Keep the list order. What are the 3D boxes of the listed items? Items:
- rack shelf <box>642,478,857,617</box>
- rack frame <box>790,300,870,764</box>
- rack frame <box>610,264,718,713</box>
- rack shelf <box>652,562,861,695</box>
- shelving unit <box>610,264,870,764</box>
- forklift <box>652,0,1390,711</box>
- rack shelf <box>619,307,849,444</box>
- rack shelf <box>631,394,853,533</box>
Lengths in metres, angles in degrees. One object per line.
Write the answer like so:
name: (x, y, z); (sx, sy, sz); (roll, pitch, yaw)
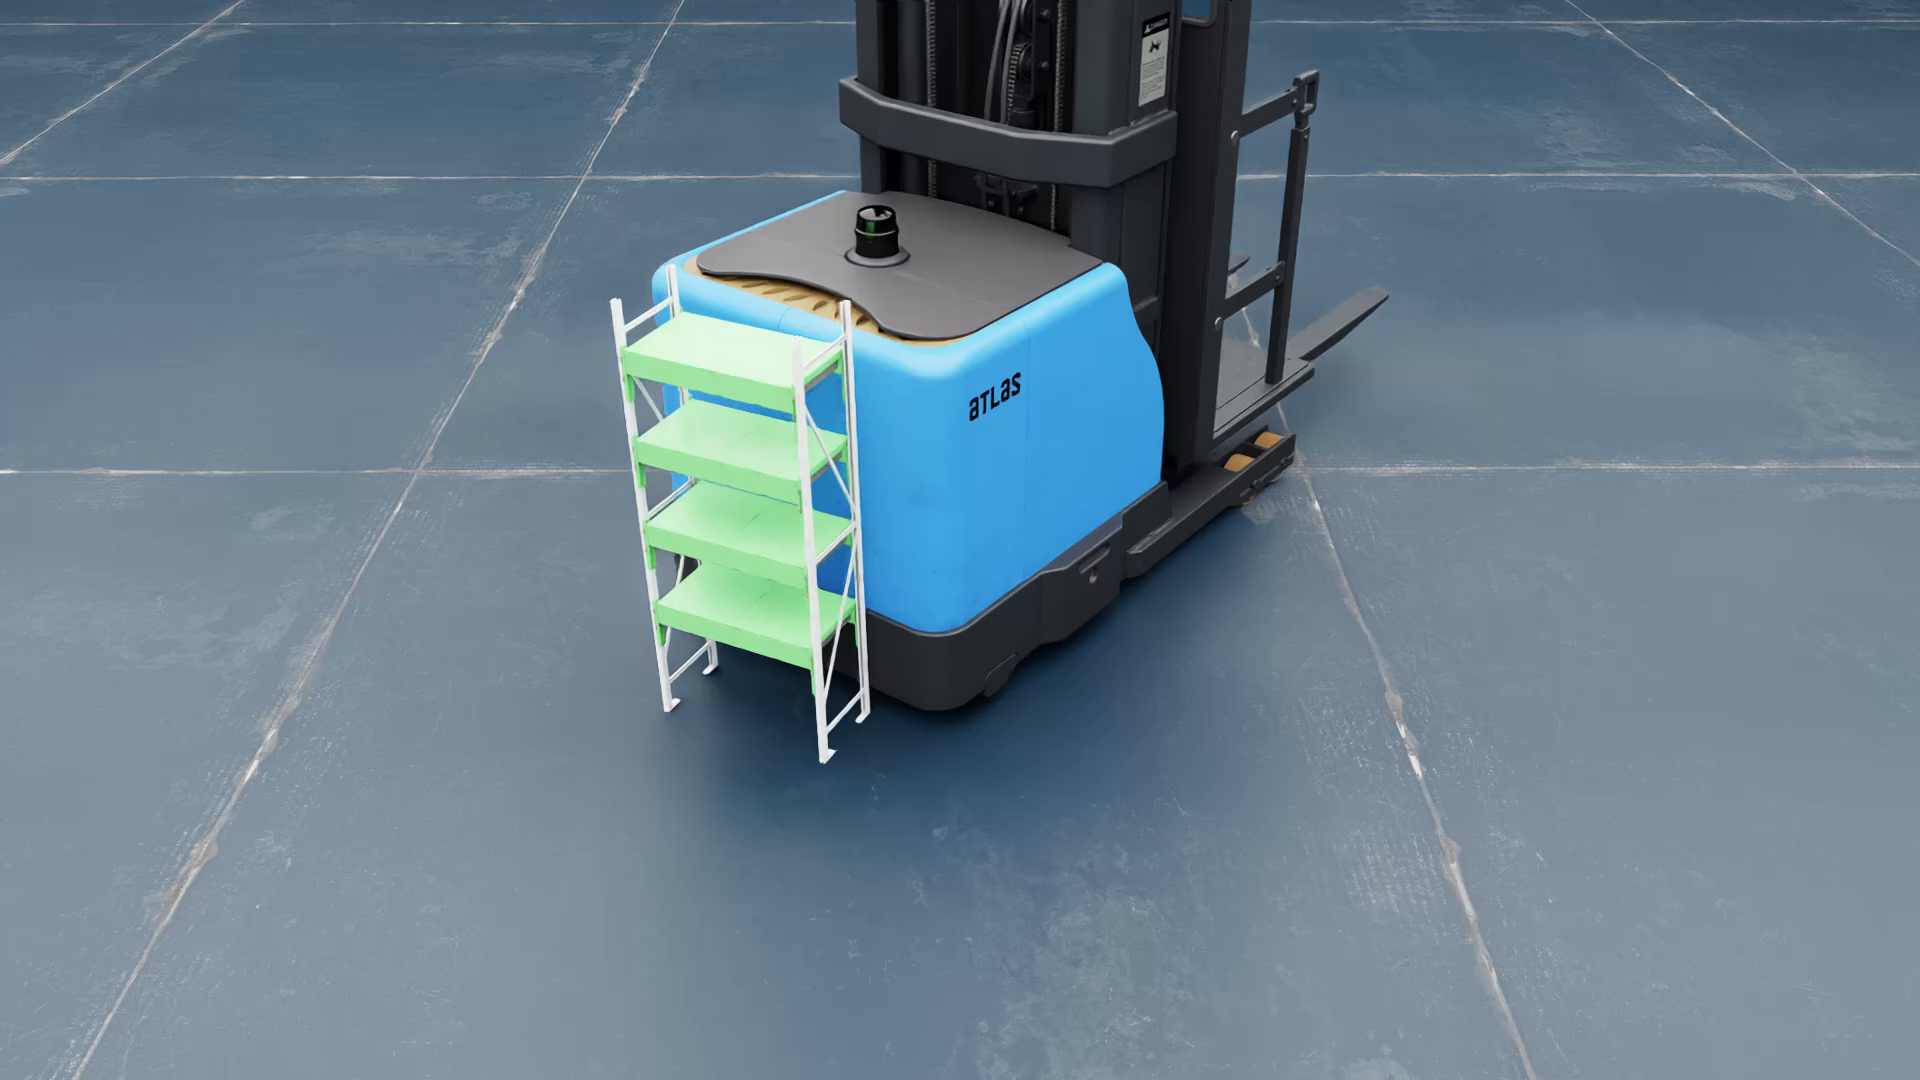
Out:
rack shelf: (-0.525, 0.010, 4.195); (0.480, 0.148, 0.258); (15, 35, 23)
rack frame: (-0.308, 0.013, 4.067); (0.015, 1.200, 0.240); (15, 35, 23)
rack frame: (-0.743, -0.101, 4.255); (0.015, 1.200, 0.240); (15, 35, 23)
rack shelf: (-0.523, 0.213, 4.323); (0.480, 0.148, 0.258); (15, 35, 23)
shelving unit: (-0.526, -0.044, 4.161); (0.503, 1.200, 0.258); (15, 35, 23)
forklift: (0.467, -1.507, 4.909); (1.130, 2.935, 3.031); (22, 37, 31)
rack shelf: (-0.529, -0.396, 3.939); (0.480, 0.148, 0.258); (15, 35, 23)
rack shelf: (-0.527, -0.193, 4.067); (0.480, 0.148, 0.258); (15, 35, 23)
